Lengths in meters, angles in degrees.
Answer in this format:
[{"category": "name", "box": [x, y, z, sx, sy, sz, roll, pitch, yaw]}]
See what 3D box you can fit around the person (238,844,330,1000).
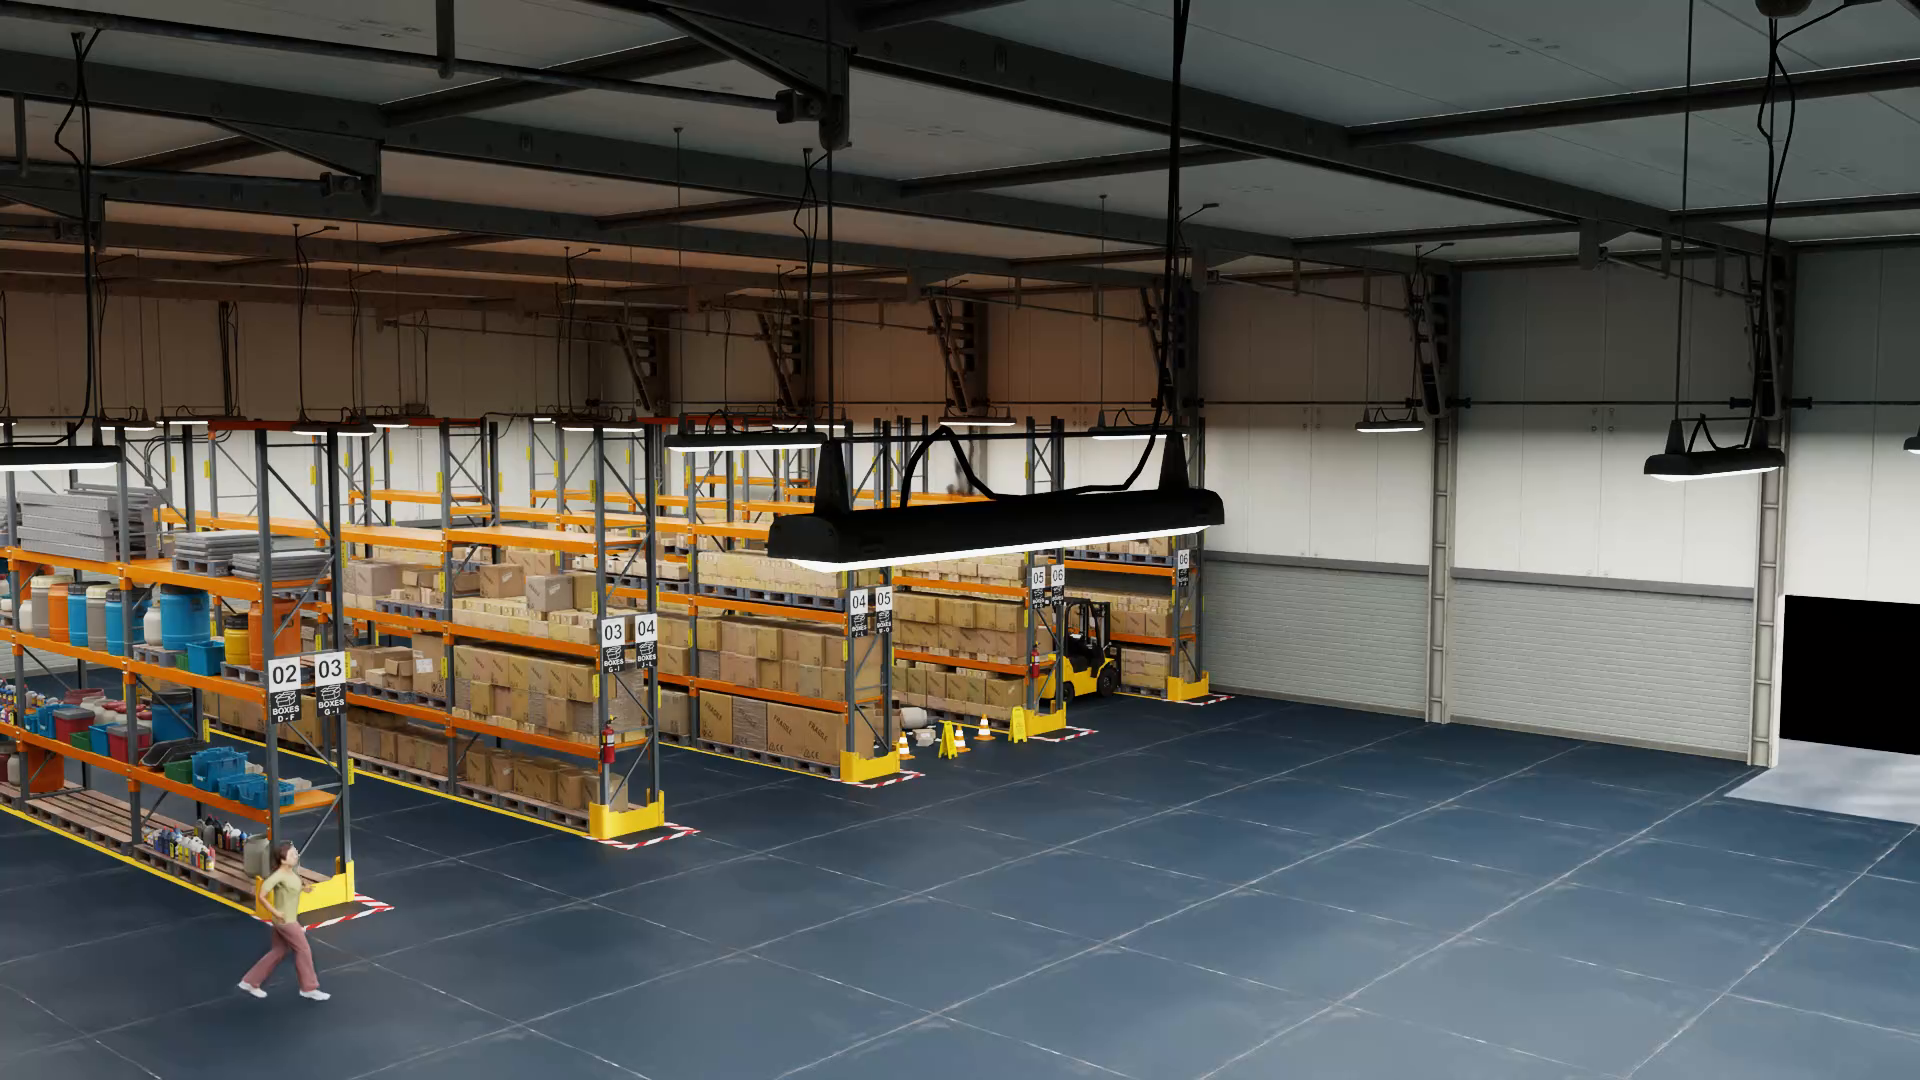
[{"category": "person", "box": [-7.142, 4.036, 17.528, 0.895, 1.692, 0.559, -2, 5, -18]}]
